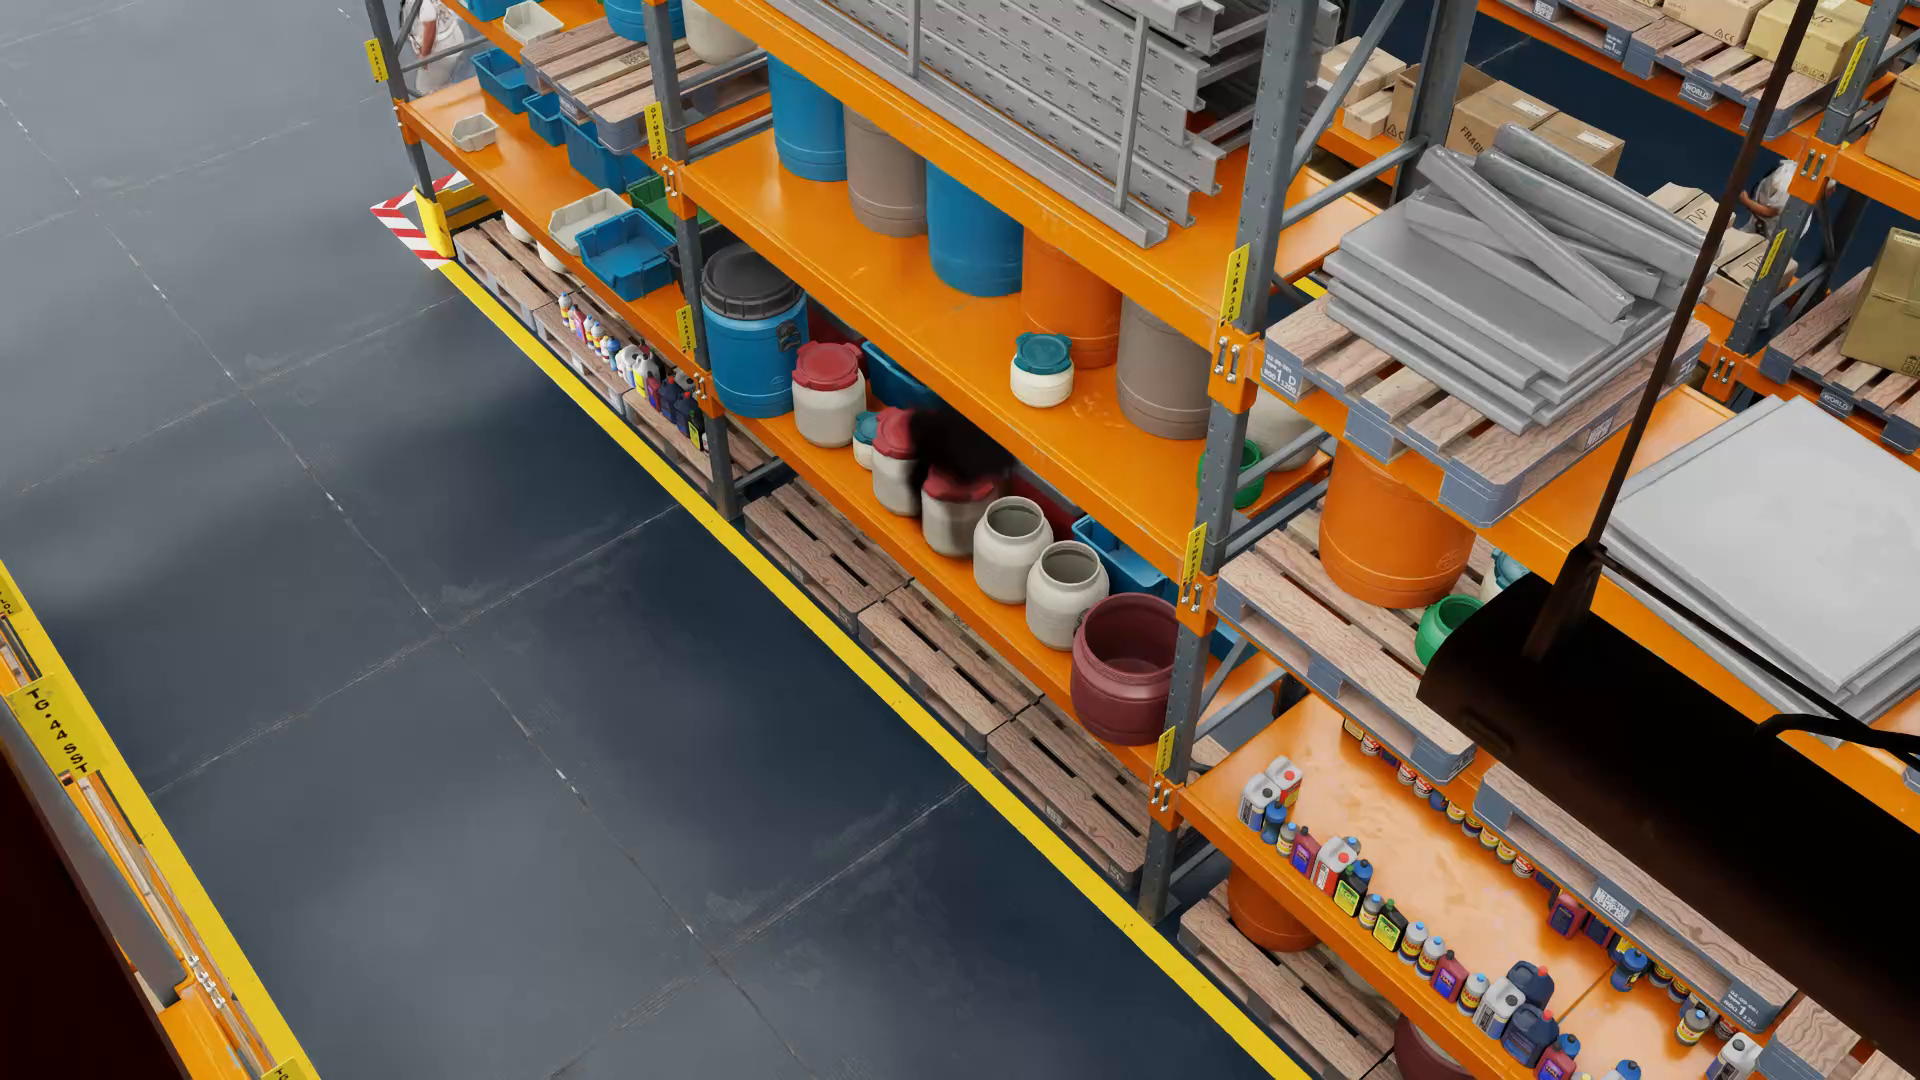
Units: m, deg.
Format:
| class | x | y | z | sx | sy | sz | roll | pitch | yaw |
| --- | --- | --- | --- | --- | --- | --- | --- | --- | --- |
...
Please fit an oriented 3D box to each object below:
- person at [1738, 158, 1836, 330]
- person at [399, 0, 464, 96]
| class | x | y | z | sx | sy | sz | roll | pitch | yaw |
| --- | --- | --- | --- | --- | --- | --- | --- | --- | --- |
| person | 5.835 | -2.281 | 12.017 | 0.575 | 1.634 | 0.574 | -34 | 55 | -28 |
| person | -4.252 | -4.044 | 13.642 | 0.669 | 1.751 | 0.690 | 4 | 47 | 4 |
